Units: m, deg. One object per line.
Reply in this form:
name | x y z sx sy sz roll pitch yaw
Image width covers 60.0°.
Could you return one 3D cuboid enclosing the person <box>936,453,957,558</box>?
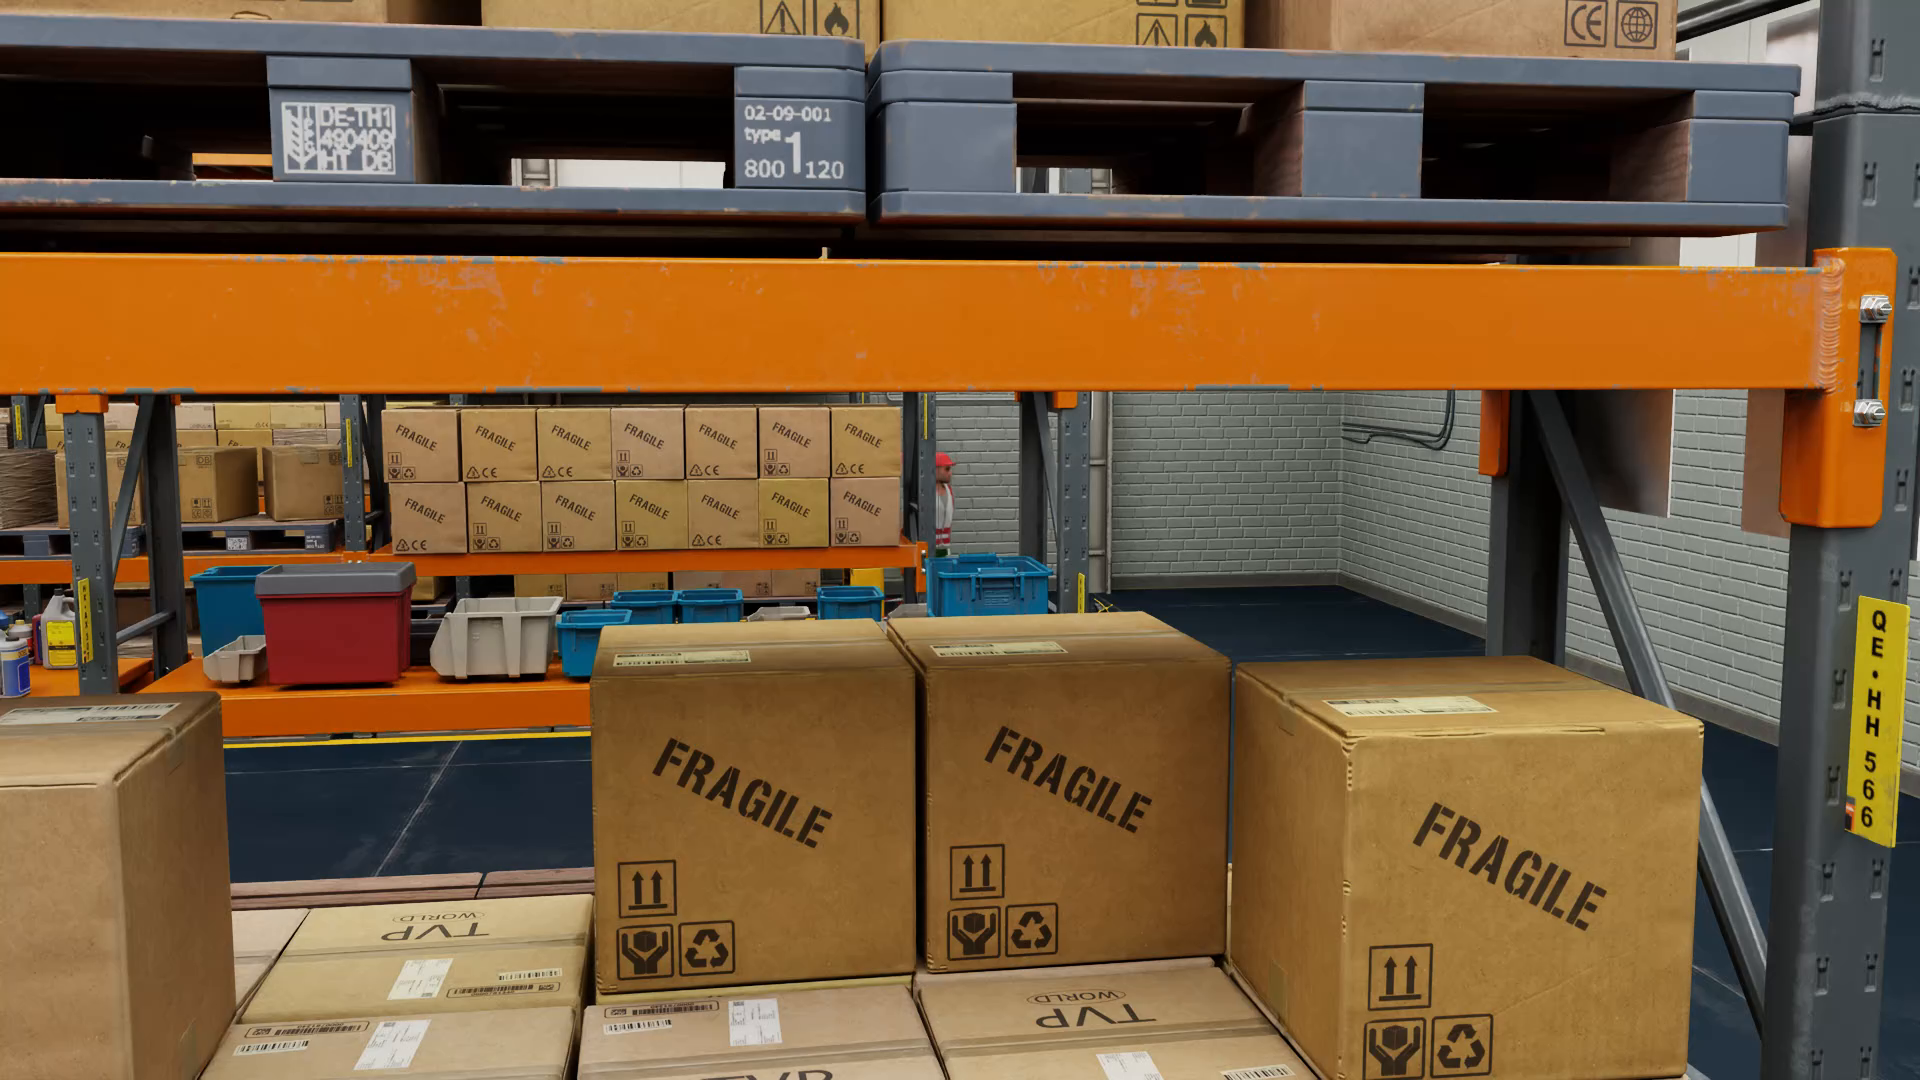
person | -0.307 0.082 15.329 0.556 1.781 0.587 5 8 40
